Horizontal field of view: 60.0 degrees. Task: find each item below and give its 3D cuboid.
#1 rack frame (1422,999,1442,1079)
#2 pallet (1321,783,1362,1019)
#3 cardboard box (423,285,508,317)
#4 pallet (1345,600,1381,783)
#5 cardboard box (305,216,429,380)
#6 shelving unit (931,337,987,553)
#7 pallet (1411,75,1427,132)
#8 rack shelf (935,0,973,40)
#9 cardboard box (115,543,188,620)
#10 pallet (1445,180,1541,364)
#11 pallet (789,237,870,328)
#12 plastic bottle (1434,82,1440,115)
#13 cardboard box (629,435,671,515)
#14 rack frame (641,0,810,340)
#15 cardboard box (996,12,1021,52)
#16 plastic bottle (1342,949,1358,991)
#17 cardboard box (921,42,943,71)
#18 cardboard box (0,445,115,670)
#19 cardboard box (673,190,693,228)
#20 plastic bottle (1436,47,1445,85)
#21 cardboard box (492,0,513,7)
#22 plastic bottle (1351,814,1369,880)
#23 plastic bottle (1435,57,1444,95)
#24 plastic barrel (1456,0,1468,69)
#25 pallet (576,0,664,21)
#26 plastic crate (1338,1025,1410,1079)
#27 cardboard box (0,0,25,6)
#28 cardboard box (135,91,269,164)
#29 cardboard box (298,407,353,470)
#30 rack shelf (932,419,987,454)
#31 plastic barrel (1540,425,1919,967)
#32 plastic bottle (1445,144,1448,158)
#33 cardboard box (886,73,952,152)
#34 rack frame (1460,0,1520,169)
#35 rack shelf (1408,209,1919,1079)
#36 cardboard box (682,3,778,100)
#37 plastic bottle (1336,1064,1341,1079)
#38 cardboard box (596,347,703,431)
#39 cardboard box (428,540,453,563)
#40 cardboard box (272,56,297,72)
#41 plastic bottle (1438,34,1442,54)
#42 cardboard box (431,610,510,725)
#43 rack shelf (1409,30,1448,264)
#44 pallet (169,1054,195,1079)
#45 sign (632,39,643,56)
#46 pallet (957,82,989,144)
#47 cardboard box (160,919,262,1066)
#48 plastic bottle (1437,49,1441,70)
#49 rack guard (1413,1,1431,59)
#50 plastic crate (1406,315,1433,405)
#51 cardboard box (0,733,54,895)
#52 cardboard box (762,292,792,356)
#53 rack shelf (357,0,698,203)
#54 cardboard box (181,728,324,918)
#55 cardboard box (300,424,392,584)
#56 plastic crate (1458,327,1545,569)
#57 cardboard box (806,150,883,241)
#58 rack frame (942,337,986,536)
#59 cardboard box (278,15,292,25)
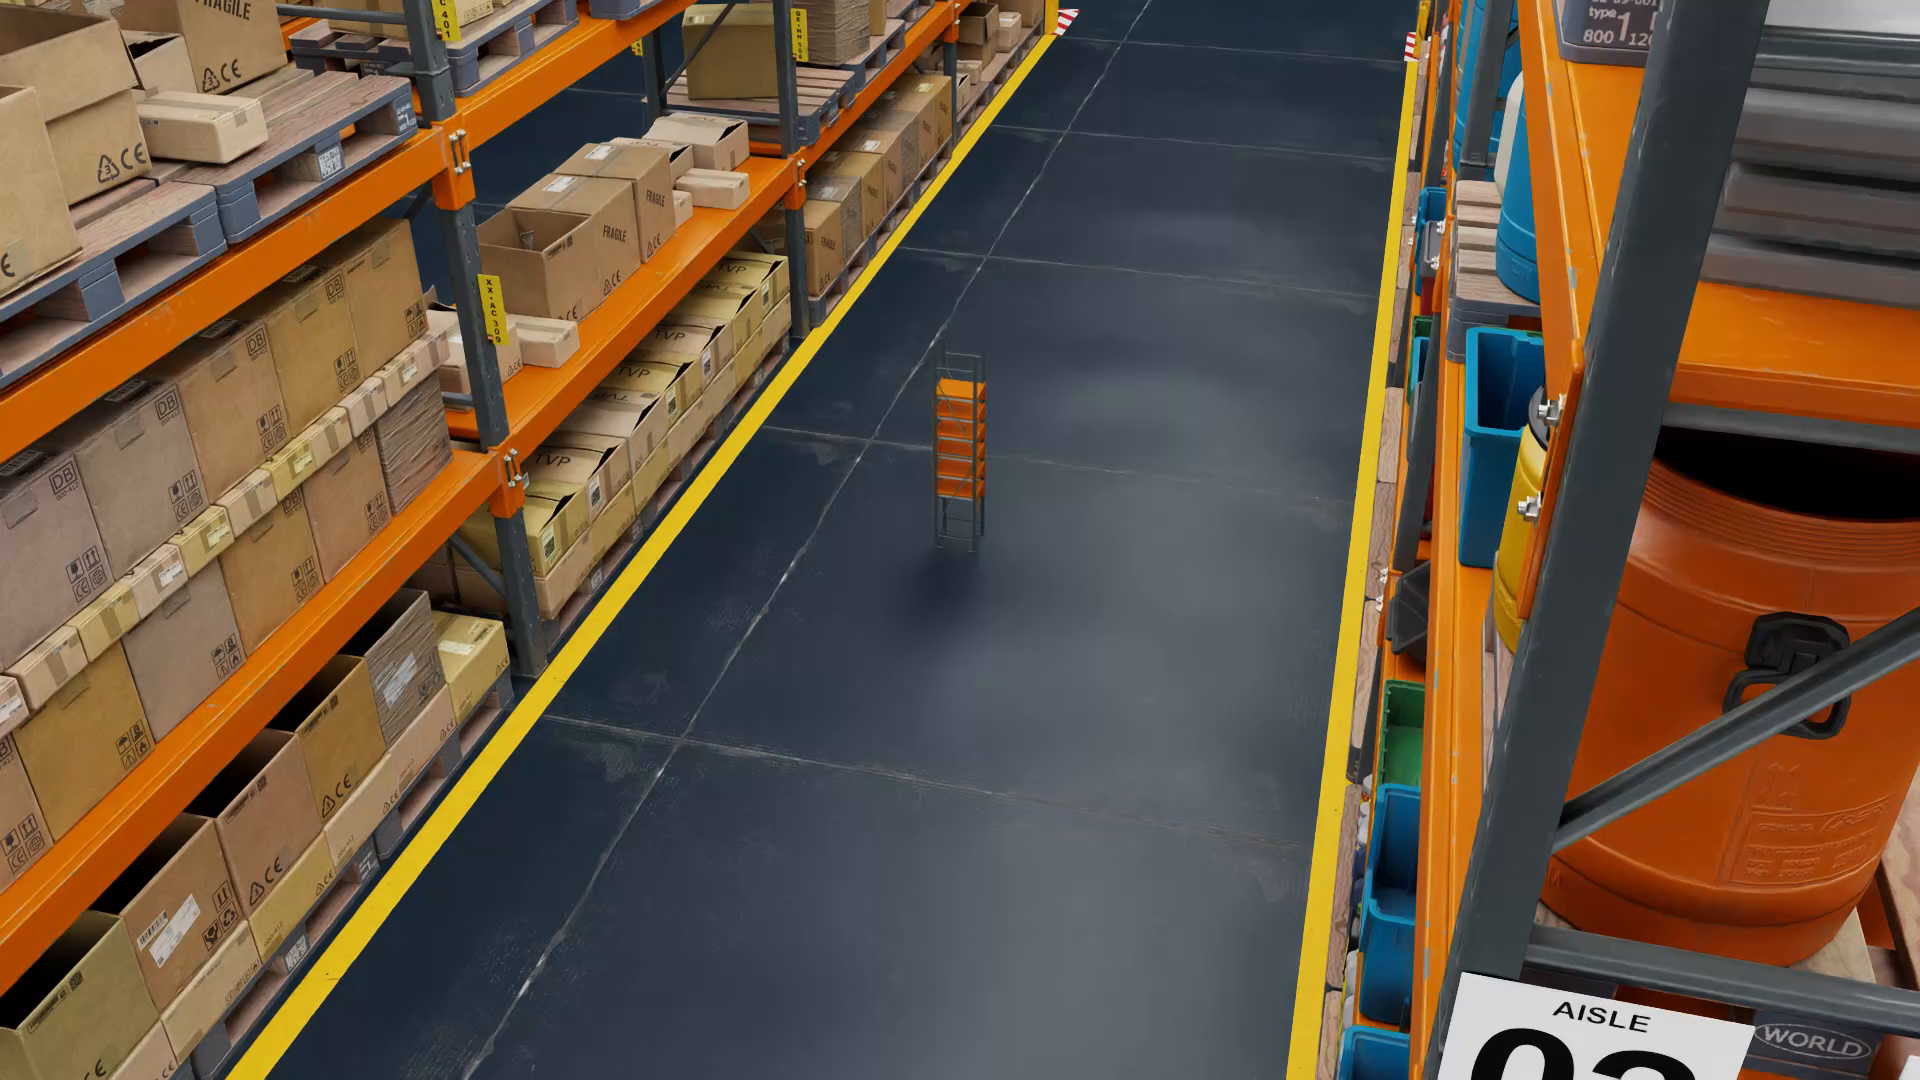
[{"bbox_3d":[1.217,2.081,3.250,1.000,3.000,0.127,8,33,12],"label":"rack frame"},{"bbox_3d":[2.021,1.525,6.724,1.003,0.211,1.213,8,33,12],"label":"pallet"},{"bbox_3d":[-2.513,-1.095,8.372,0.396,0.266,0.258,7,33,11],"label":"cardboard box"},{"bbox_3d":[2.394,0.769,7.913,1.003,0.211,1.213,8,33,12],"label":"pallet"},{"bbox_3d":[-2.665,-1.029,6.841,0.700,0.500,0.500,8,33,13],"label":"cardboard box"},{"bbox_3d":[-0.004,-0.499,8.986,0.258,1.200,0.189,8,33,12],"label":"shelving unit"},{"bbox_3d":[4.719,-3.991,15.401,1.003,0.211,1.213,8,33,12],"label":"pallet"},{"bbox_3d":[-0.020,-5.557,15.935,1.077,0.370,4.000,8,33,12],"label":"rack shelf"},{"bbox_3d":[-2.874,0.117,5.642,0.380,0.149,0.250,8,33,13],"label":"cardboard box"},{"bbox_3d":[2.144,-0.793,5.151,1.213,0.211,1.003,8,33,12],"label":"pallet"},{"bbox_3d":[-1.317,-1.952,12.194,1.003,0.211,1.213,8,33,12],"label":"pallet"},{"bbox_3d":[3.308,-3.047,11.426,0.061,0.283,0.133,8,33,12],"label":"plastic bottle"},{"bbox_3d":[-1.956,-0.398,9.321,0.500,0.250,0.500,7,33,11],"label":"cardboard box"},{"bbox_3d":[-1.543,-2.747,10.844,1.000,3.000,0.127,8,33,12],"label":"rack frame"},{"bbox_3d":[0.317,-5.119,16.729,0.500,0.250,0.500,8,33,12],"label":"cardboard box"},{"bbox_3d":[1.484,1.605,6.198,0.097,0.201,0.097,0,32,0],"label":"plastic bottle"},{"bbox_3d":[-0.467,-4.597,15.851,0.500,0.311,0.500,8,33,12],"label":"cardboard box"},{"bbox_3d":[-3.173,0.012,5.203,0.700,0.500,0.500,8,33,13],"label":"cardboard box"},{"bbox_3d":[-1.812,-1.971,9.859,0.380,0.149,0.250,10,34,16],"label":"cardboard box"},{"bbox_3d":[3.541,-3.425,12.027,0.152,0.276,0.135,8,33,12],"label":"plastic bottle"},{"bbox_3d":[-2.256,-2.654,7.652,0.500,0.250,0.500,5,33,8],"label":"cardboard box"},{"bbox_3d":[1.672,1.246,6.692,0.152,0.276,0.135,9,34,14],"label":"plastic bottle"},{"bbox_3d":[3.483,-3.304,11.837,0.152,0.276,0.135,8,33,12],"label":"plastic bottle"},{"bbox_3d":[2.483,-2.444,7.105,0.600,0.901,0.708,8,33,12],"label":"plastic barrel"},{"bbox_3d":[-1.910,-2.988,8.604,1.003,0.211,1.213,10,34,15],"label":"pallet"},{"bbox_3d":[1.225,1.507,4.292,0.499,0.251,0.408,8,33,12],"label":"plastic crate"},{"bbox_3d":[-6.461,-3.569,11.029,0.380,0.149,0.250,3,33,4],"label":"cardboard box"},{"bbox_3d":[-2.600,-1.404,5.648,0.380,0.149,0.250,8,33,12],"label":"cardboard box"},{"bbox_3d":[-2.614,-0.416,6.480,0.380,0.149,0.250,8,33,12],"label":"cardboard box"},{"bbox_3d":[-0.004,-0.563,8.946,0.258,0.103,0.180,8,33,12],"label":"rack shelf"},{"bbox_3d":[1.218,0.187,2.641,0.600,0.830,0.708,8,33,12],"label":"plastic barrel"},{"bbox_3d":[3.043,-2.432,10.534,0.097,0.201,0.097,0,32,0],"label":"plastic bottle"},{"bbox_3d":[-0.376,-3.658,14.198,0.500,0.500,0.500,8,33,12],"label":"cardboard box"},{"bbox_3d":[2.232,-2.526,4.906,1.000,3.000,0.127,8,33,12],"label":"rack frame"},{"bbox_3d":[1.725,0.081,4.271,1.077,0.370,4.000,8,33,12],"label":"rack shelf"},{"bbox_3d":[-1.492,-3.308,11.243,0.700,0.500,0.500,-3,33,-4],"label":"cardboard box"},{"bbox_3d":[1.350,1.905,5.656,0.152,0.276,0.135,8,33,13],"label":"plastic bottle"},{"bbox_3d":[-1.823,-0.903,9.593,0.500,0.311,0.500,9,34,14],"label":"cardboard box"},{"bbox_3d":[-2.733,-0.174,8.446,0.500,0.311,0.500,8,33,12],"label":"cardboard box"},{"bbox_3d":[-5.793,-3.507,13.652,0.750,0.750,0.750,8,33,12],"label":"cardboard box"},{"bbox_3d":[3.711,-3.798,12.684,0.097,0.201,0.097,0,32,0],"label":"plastic bottle"},{"bbox_3d":[-2.464,0.583,7.779,0.500,0.250,0.500,8,33,12],"label":"cardboard box"},{"bbox_3d":[3.755,-2.805,11.606,1.077,0.370,4.000,8,33,12],"label":"rack shelf"},{"bbox_3d":[-3.420,2.179,5.695,1.003,0.211,1.213,8,33,12],"label":"pallet"},{"bbox_3d":[-2.070,-3.271,10.663,0.100,0.325,0.005,8,33,12],"label":"sign"},{"bbox_3d":[-0.353,-4.002,15.418,1.003,0.211,1.213,8,33,12],"label":"pallet"},{"bbox_3d":[-2.971,1.621,6.146,0.500,0.250,0.500,8,33,12],"label":"cardboard box"},{"bbox_3d":[3.603,-3.577,12.336,0.097,0.201,0.097,0,32,0],"label":"plastic bottle"},{"bbox_3d":[5.271,-5.181,17.004,1.175,0.500,0.348,8,33,12],"label":"rack guard"},{"bbox_3d":[2.401,-0.847,8.054,0.450,0.188,0.662,8,33,12],"label":"plastic crate"},{"bbox_3d":[-3.314,0.849,5.095,0.700,0.500,0.500,9,34,14],"label":"cardboard box"},{"bbox_3d":[-1.441,-1.457,10.988,0.500,0.250,0.500,9,33,14],"label":"cardboard box"},{"bbox_3d":[-2.050,-2.671,8.600,1.077,0.370,4.000,8,33,12],"label":"rack shelf"},{"bbox_3d":[-2.839,1.045,6.352,0.500,0.500,0.500,8,33,12],"label":"cardboard box"},{"bbox_3d":[-2.792,-0.207,6.757,0.700,0.500,0.500,8,33,12],"label":"cardboard box"},{"bbox_3d":[1.410,-0.208,4.071,0.392,0.384,0.575,8,33,12],"label":"plastic crate"},{"bbox_3d":[-0.891,-2.607,12.544,0.500,0.500,0.500,8,33,12],"label":"cardboard box"},{"bbox_3d":[0.020,-0.546,9.061,0.240,1.200,0.006,8,33,12],"label":"rack frame"},{"bbox_3d":[-5.649,-4.258,13.438,0.380,0.149,0.250,8,33,13],"label":"cardboard box"}]
